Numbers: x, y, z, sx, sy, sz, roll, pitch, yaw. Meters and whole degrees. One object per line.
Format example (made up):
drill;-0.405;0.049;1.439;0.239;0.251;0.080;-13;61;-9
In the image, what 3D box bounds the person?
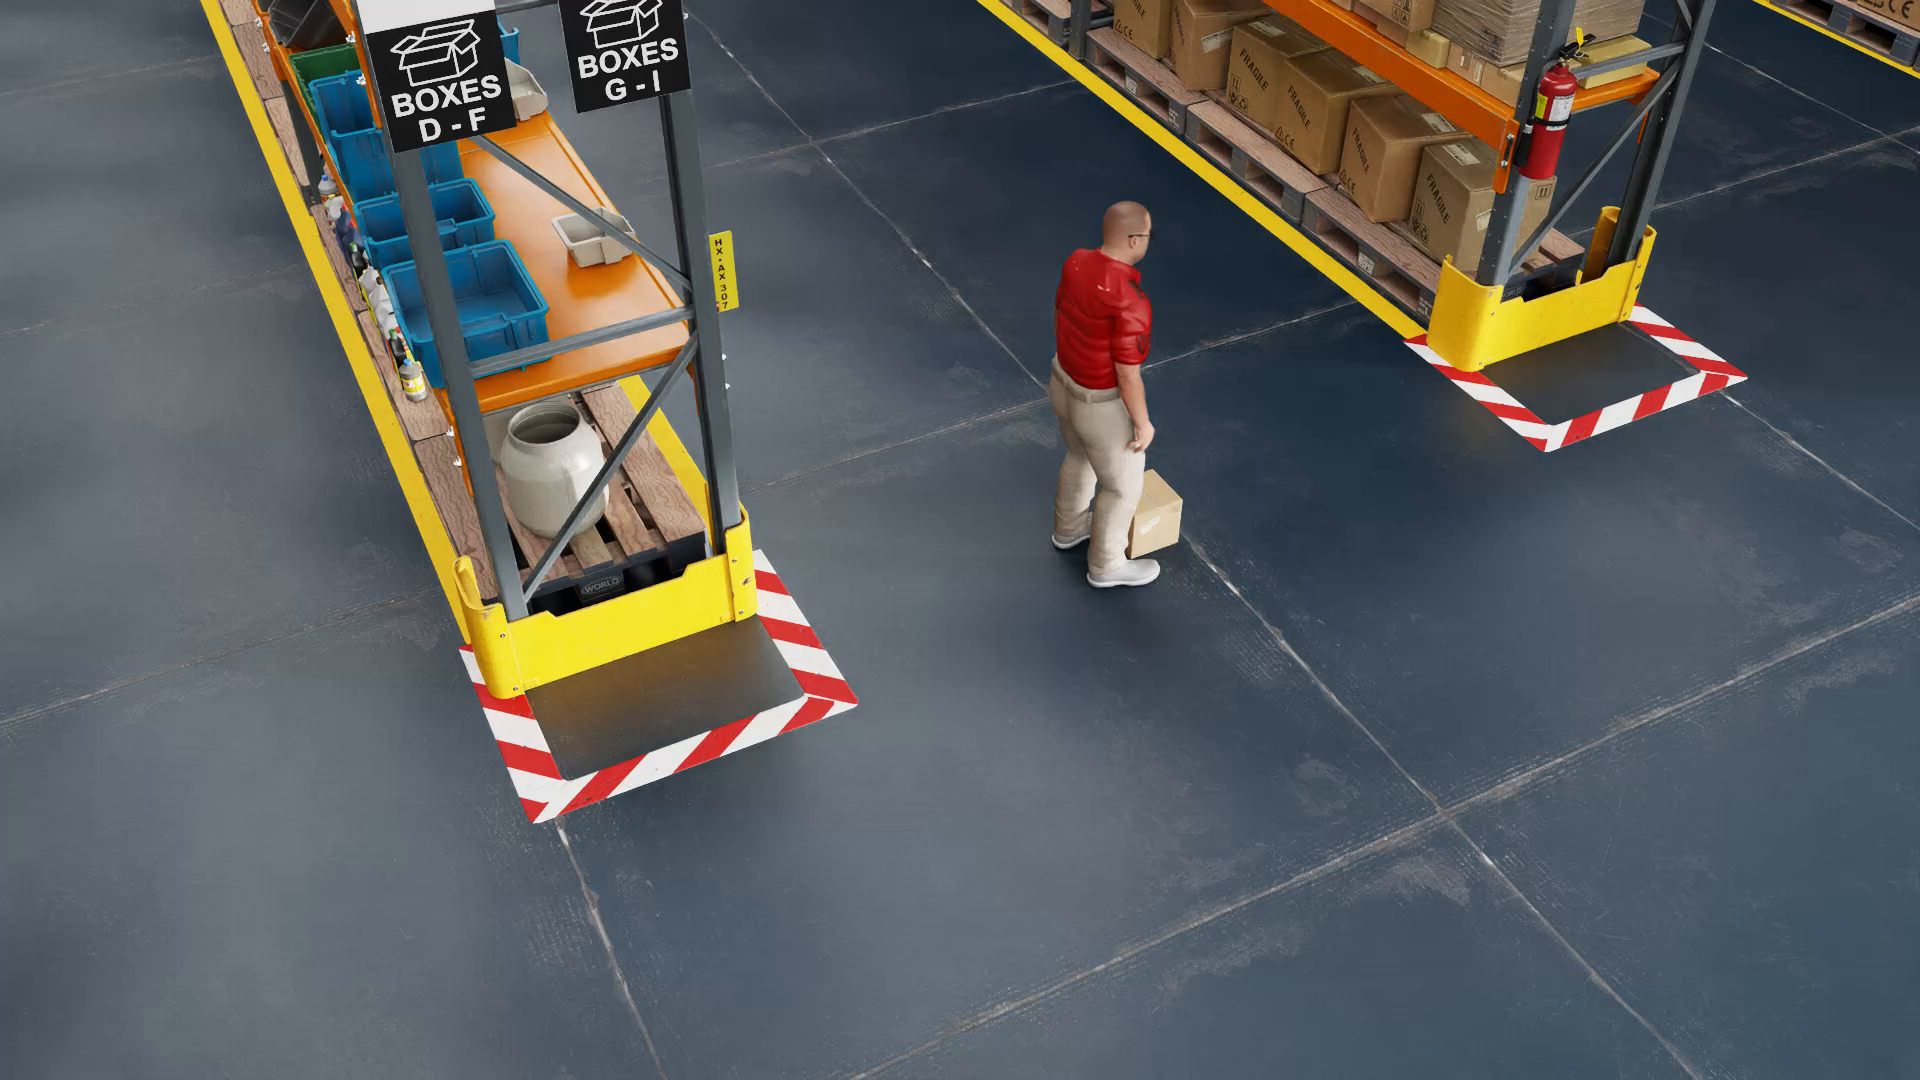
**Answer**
person;0.591;-0.595;6.853;0.389;1.726;0.587;-19;45;-21
